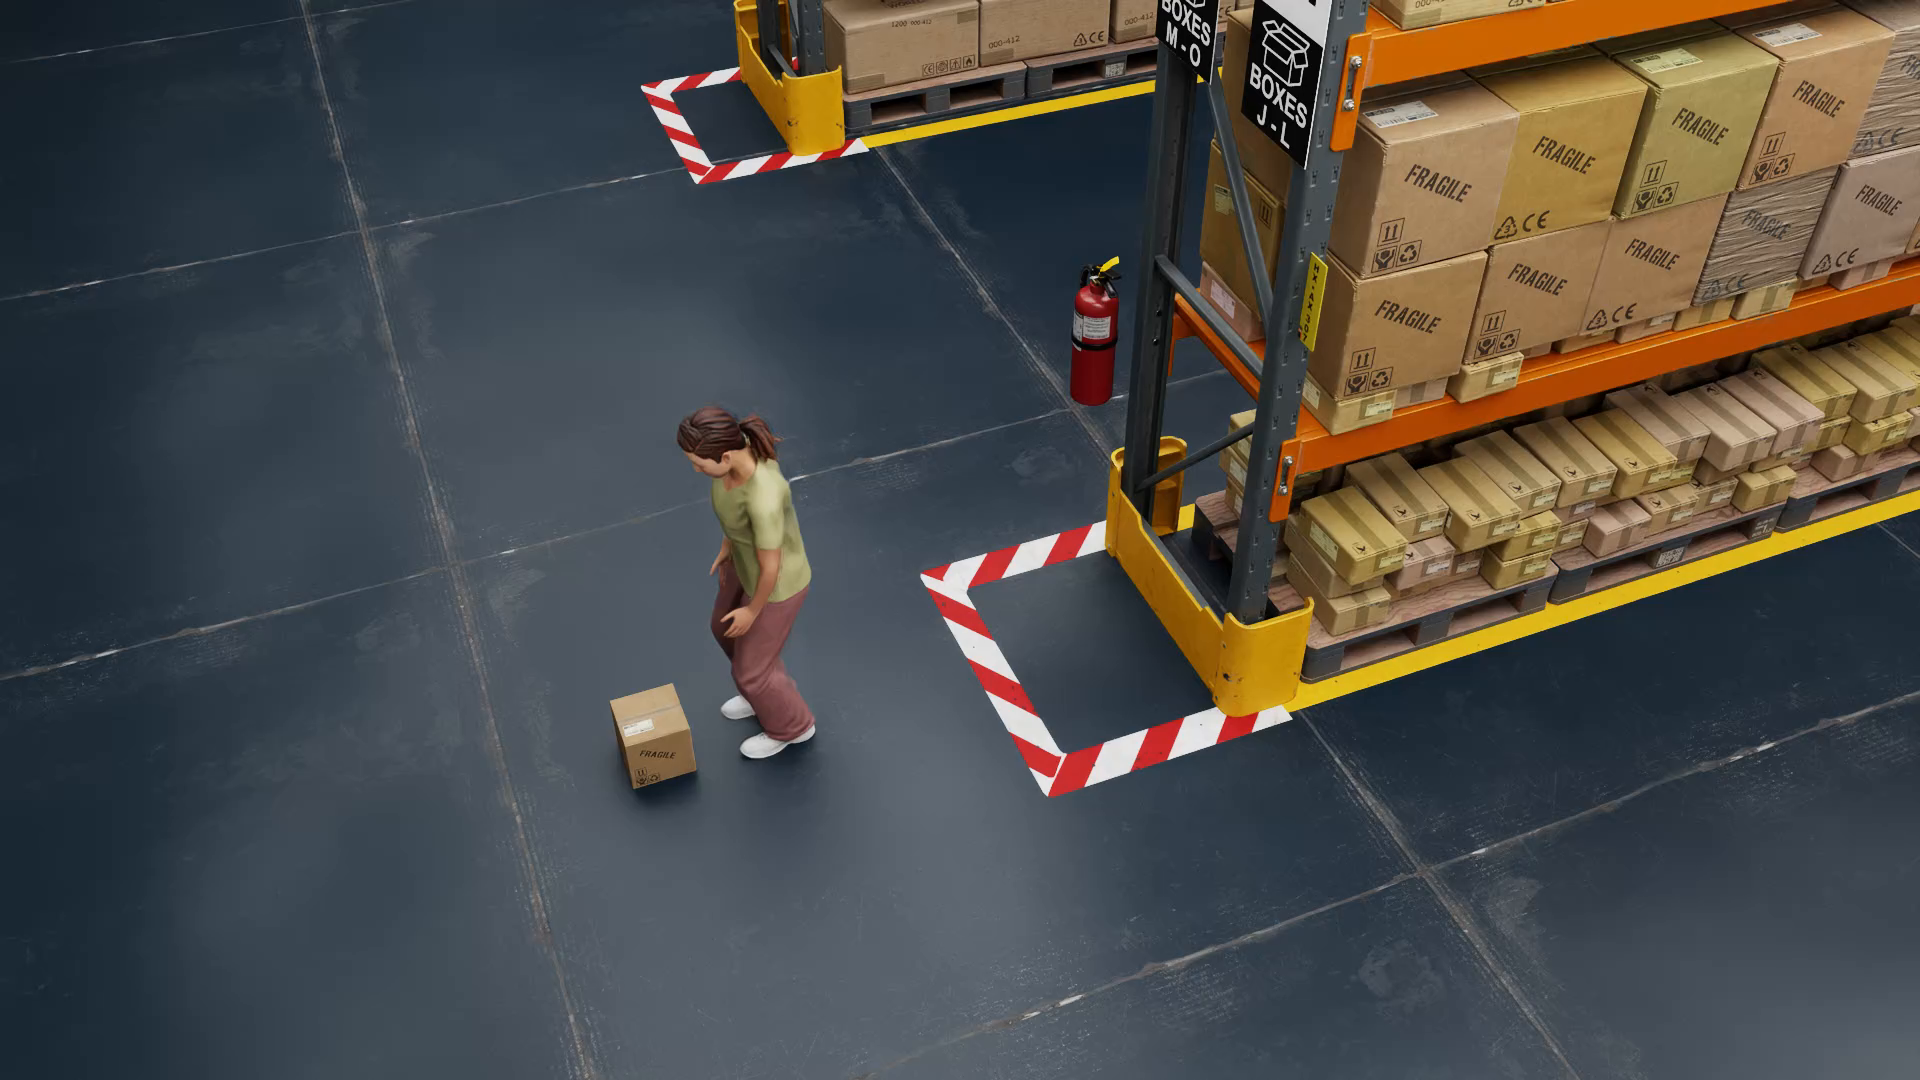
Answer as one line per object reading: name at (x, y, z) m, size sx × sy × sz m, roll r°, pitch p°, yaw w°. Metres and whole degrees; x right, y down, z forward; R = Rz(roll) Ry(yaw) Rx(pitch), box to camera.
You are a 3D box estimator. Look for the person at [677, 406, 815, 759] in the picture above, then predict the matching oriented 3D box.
person at (-0.747, 0.152, 6.044) m, size 0.406 × 1.617 × 0.474 m, roll -14°, pitch 44°, yaw -15°
